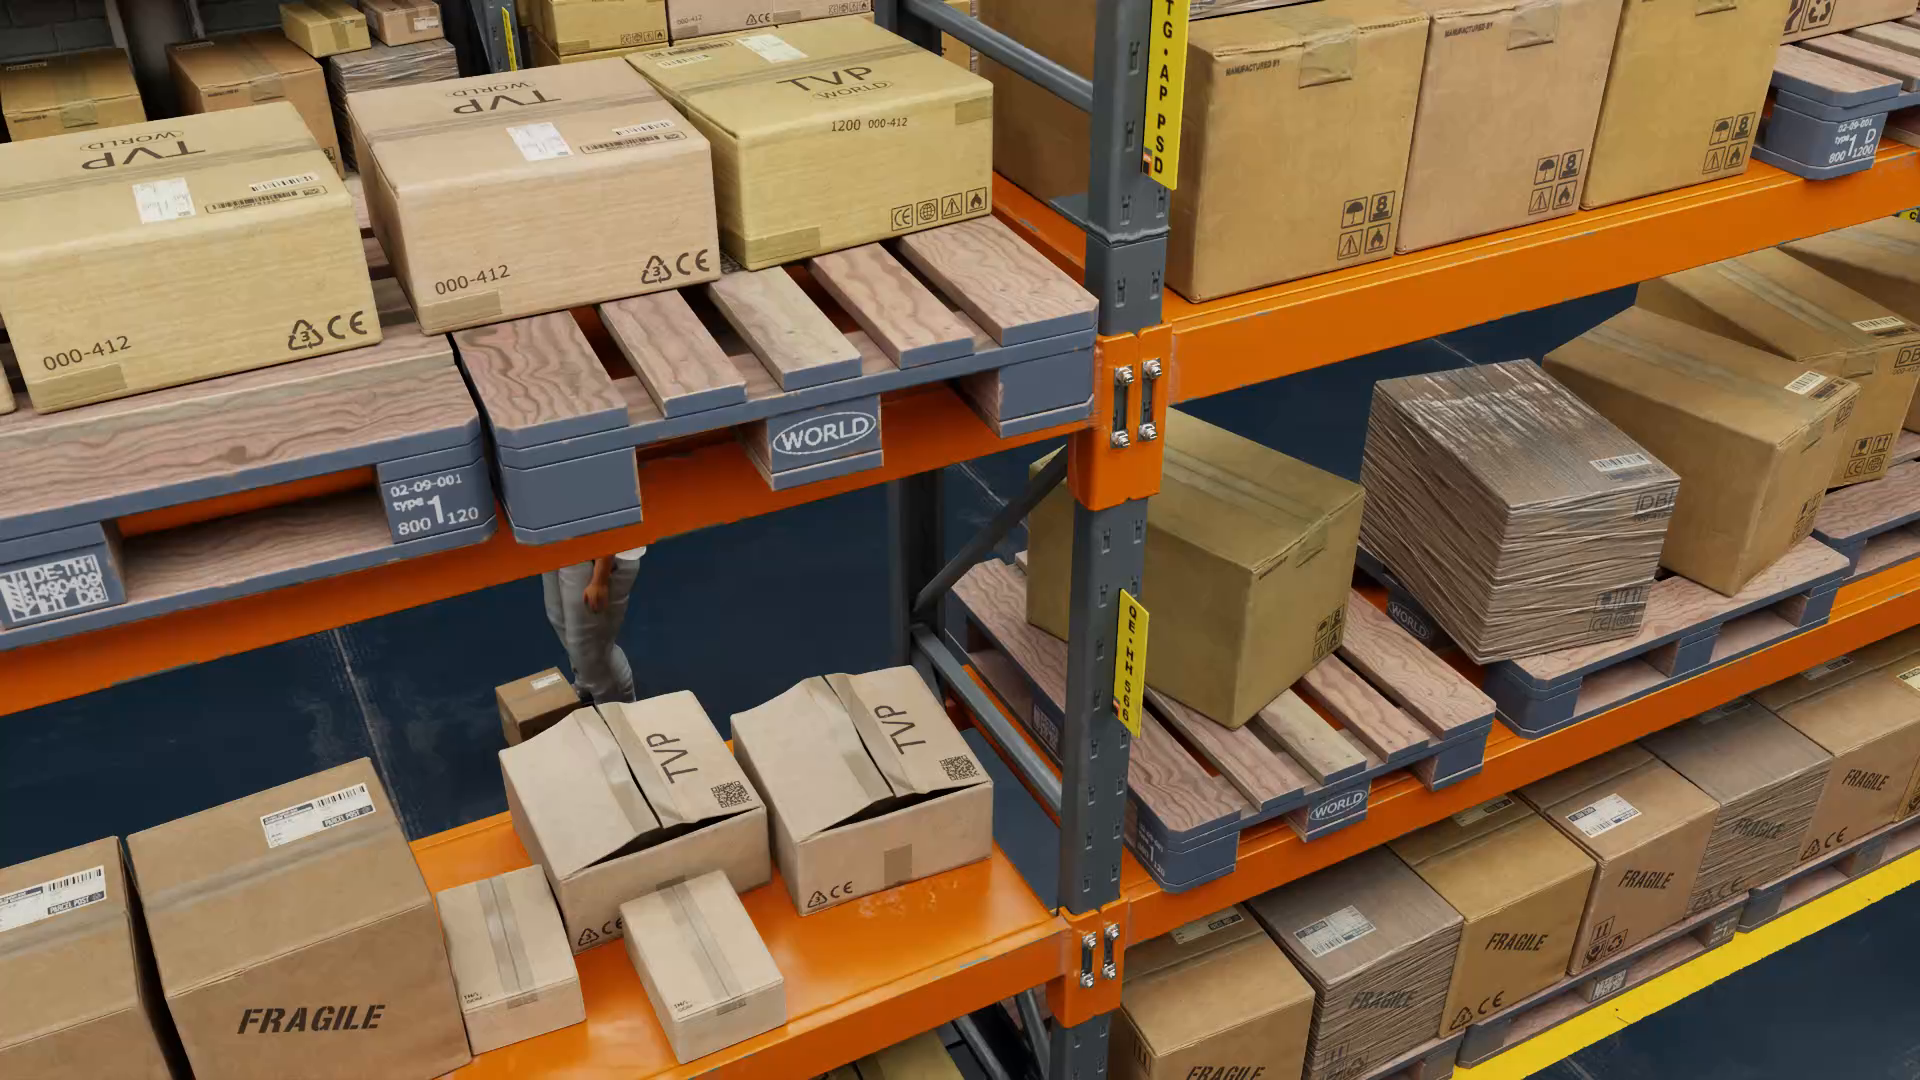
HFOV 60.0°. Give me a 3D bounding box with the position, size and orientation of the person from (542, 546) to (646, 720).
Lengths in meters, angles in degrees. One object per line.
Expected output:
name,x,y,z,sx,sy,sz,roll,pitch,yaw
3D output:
person,-1.409,0.042,6.070,0.471,1.665,0.561,-18,37,-26
